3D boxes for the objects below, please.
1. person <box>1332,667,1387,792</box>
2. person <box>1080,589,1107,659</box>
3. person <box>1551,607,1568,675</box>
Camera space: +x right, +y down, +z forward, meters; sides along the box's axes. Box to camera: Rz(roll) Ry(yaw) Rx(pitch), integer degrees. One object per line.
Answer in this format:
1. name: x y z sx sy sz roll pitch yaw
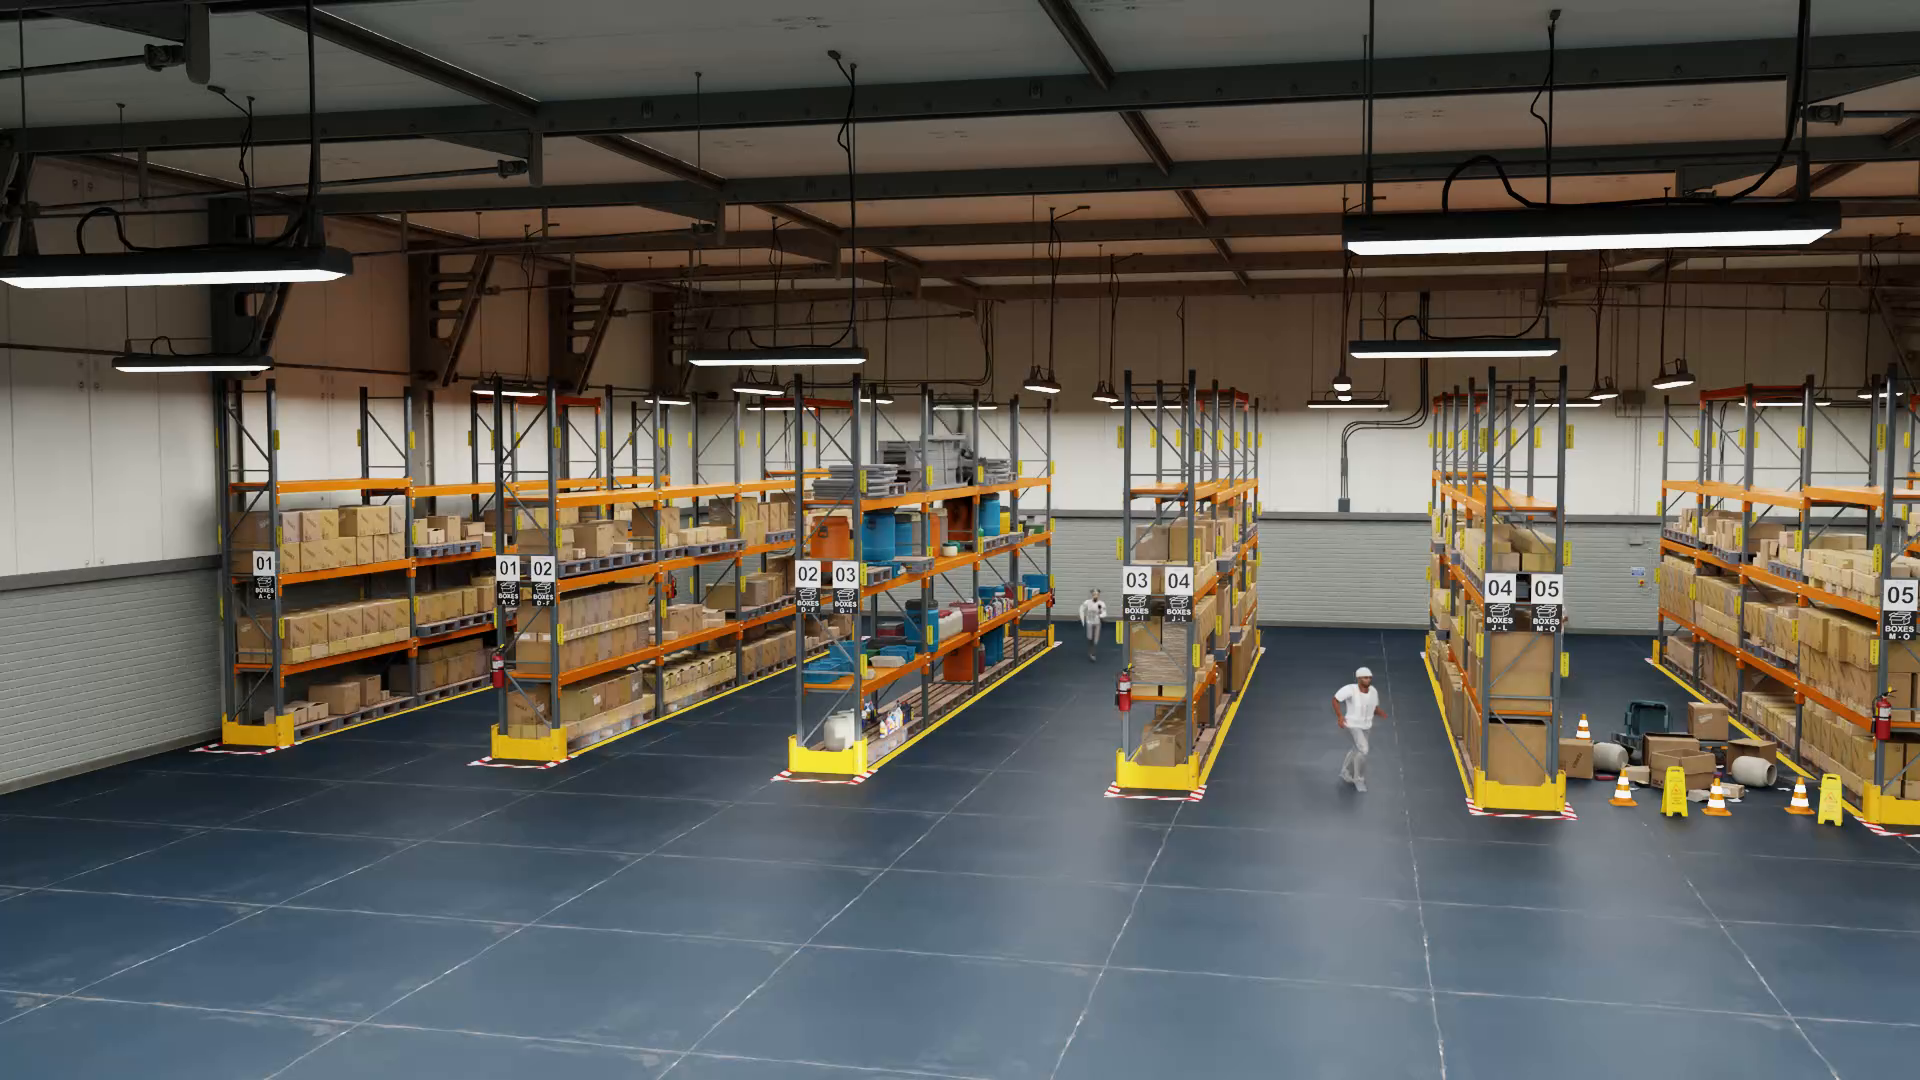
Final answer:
1. person: 5.730 2.716 23.872 0.627 1.813 0.864 -2 4 -29
2. person: 3.027 1.907 37.733 0.605 1.630 0.629 0 3 0
3. person: 12.570 2.006 35.211 0.616 1.851 0.792 0 3 4
